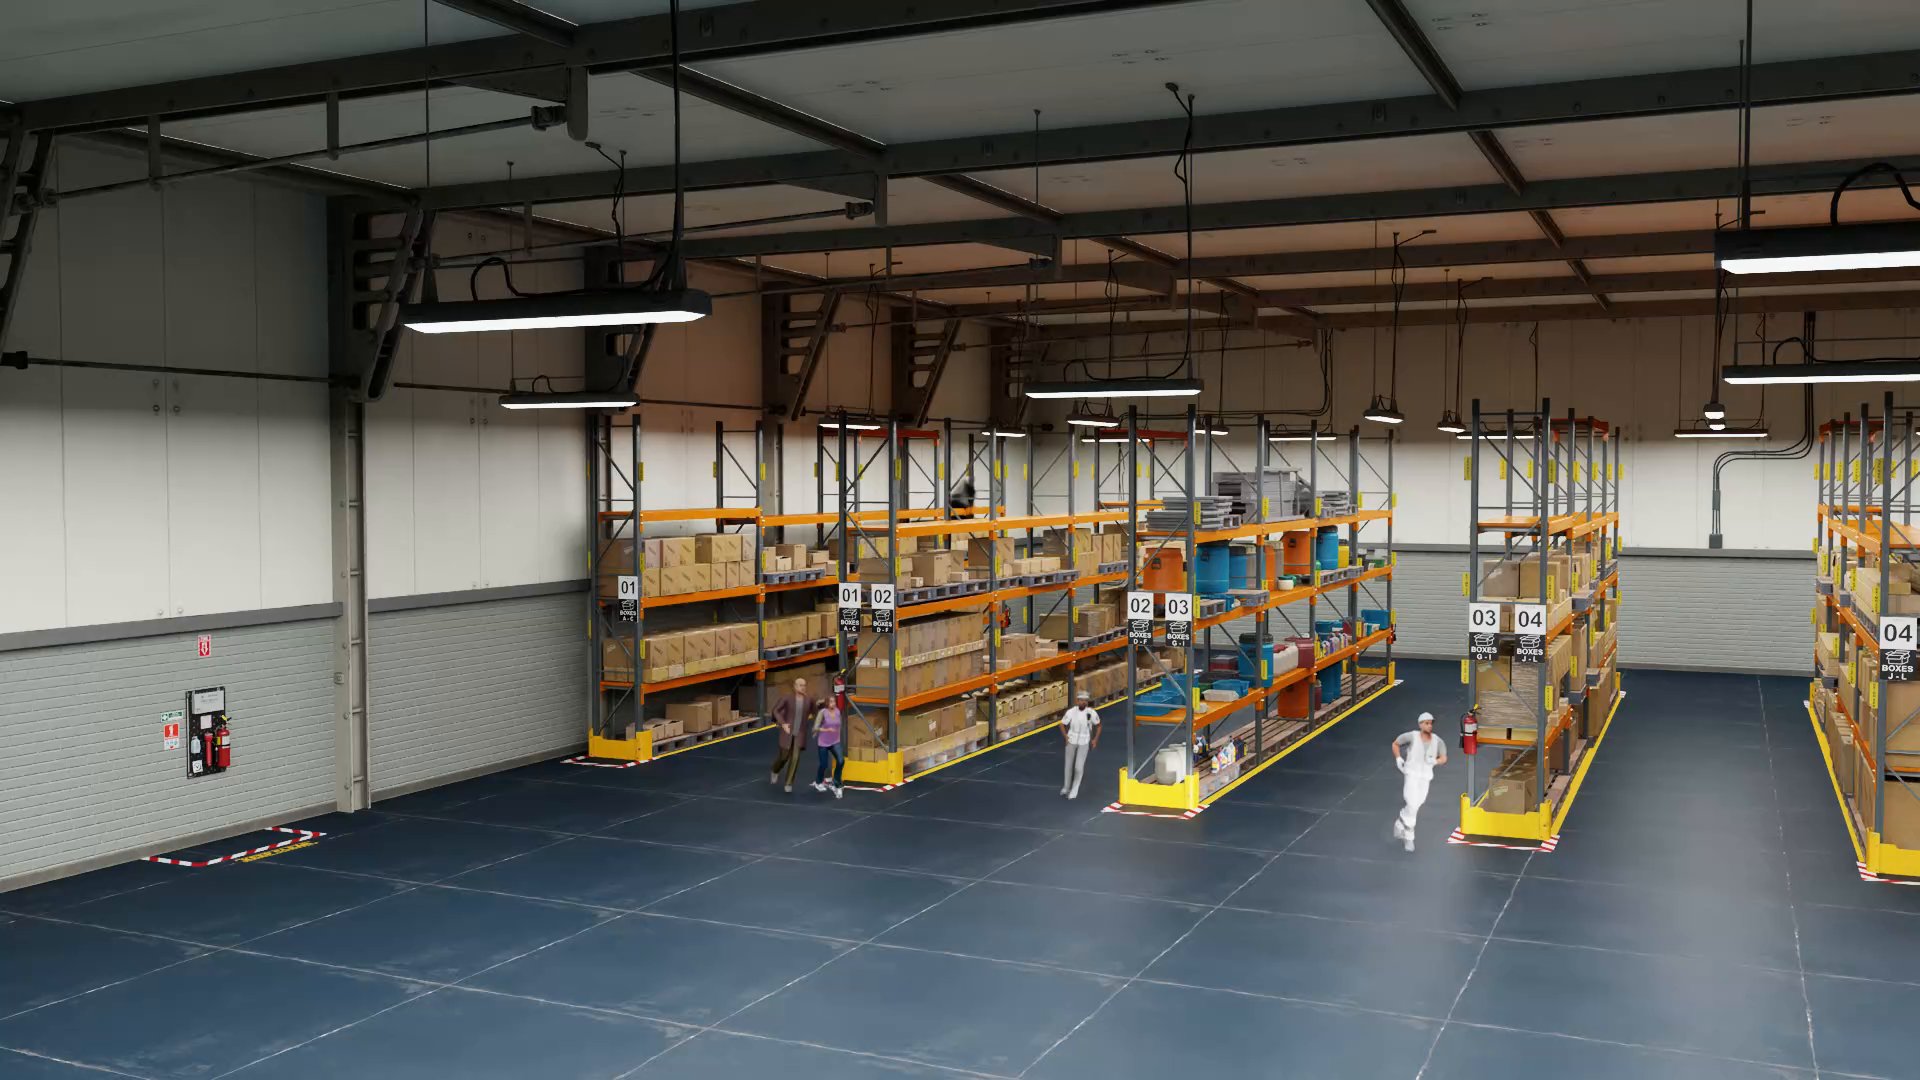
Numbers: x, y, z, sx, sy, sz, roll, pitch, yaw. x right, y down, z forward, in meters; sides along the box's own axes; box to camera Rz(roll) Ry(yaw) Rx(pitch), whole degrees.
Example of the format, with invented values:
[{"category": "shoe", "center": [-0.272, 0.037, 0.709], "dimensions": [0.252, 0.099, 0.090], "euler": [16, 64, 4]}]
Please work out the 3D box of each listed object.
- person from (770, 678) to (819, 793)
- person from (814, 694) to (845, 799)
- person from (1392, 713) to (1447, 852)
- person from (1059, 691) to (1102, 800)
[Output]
[{"category": "person", "center": [-2.565, 3.050, 26.187], "dimensions": [0.770, 1.740, 0.807], "euler": [-1, 2, -18]}, {"category": "person", "center": [-2.021, 3.167, 25.603], "dimensions": [0.560, 1.617, 0.761], "euler": [-1, 3, -28]}, {"category": "person", "center": [6.162, 3.211, 22.293], "dimensions": [0.662, 1.830, 0.806], "euler": [0, 2, -8]}, {"category": "person", "center": [1.829, 3.133, 25.448], "dimensions": [0.642, 1.672, 0.632], "euler": [0, 2, 11]}]
